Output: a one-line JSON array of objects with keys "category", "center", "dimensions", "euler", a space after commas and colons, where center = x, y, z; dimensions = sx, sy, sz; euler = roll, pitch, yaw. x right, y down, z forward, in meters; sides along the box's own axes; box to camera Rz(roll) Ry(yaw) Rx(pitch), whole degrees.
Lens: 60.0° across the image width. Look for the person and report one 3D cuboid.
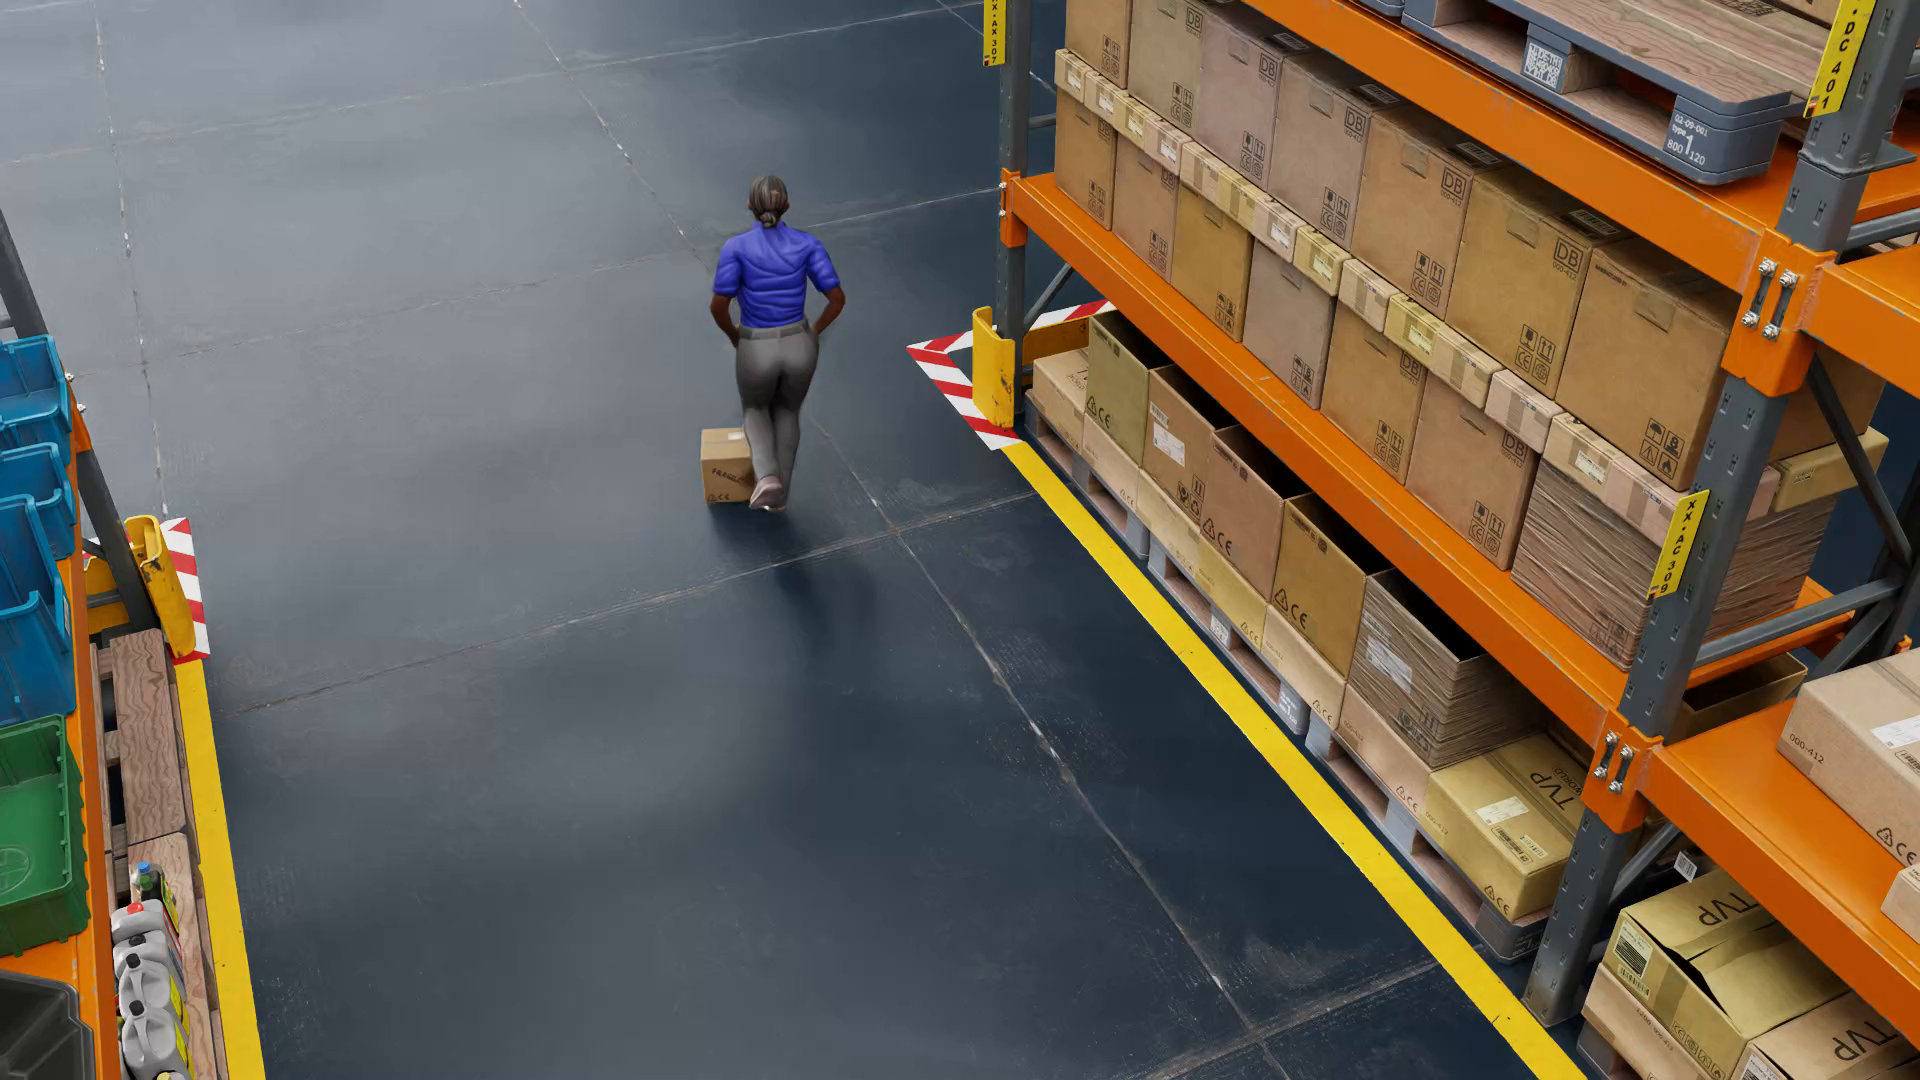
[{"category": "person", "center": [-0.778, -0.805, 7.266], "dimensions": [0.584, 1.565, 0.564], "euler": [-10, 39, -12]}]
